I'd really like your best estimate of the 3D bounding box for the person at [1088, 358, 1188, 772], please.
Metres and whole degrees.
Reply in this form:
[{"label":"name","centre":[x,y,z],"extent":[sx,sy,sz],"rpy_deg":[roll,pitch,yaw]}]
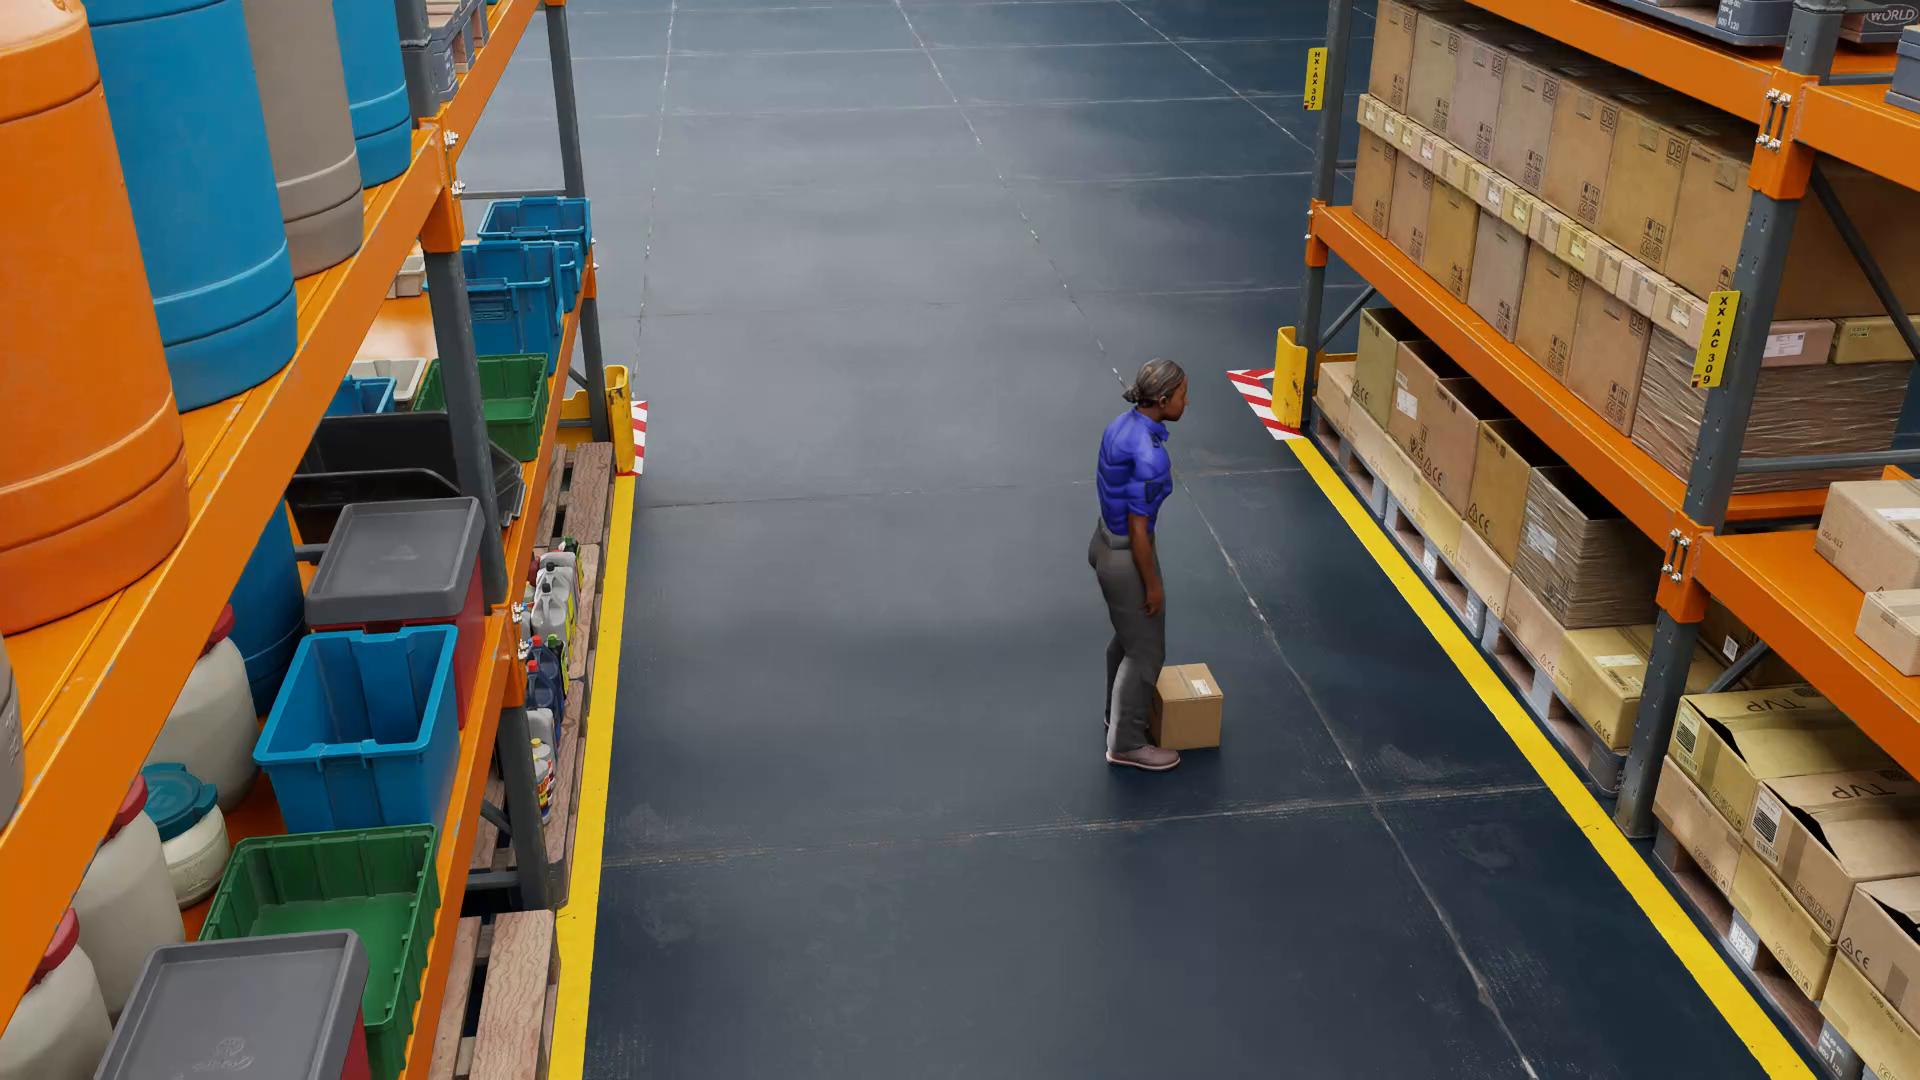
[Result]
[{"label":"person","centre":[0.706,0.083,6.465],"extent":[0.395,1.654,0.503],"rpy_deg":[-4,28,-7]}]
